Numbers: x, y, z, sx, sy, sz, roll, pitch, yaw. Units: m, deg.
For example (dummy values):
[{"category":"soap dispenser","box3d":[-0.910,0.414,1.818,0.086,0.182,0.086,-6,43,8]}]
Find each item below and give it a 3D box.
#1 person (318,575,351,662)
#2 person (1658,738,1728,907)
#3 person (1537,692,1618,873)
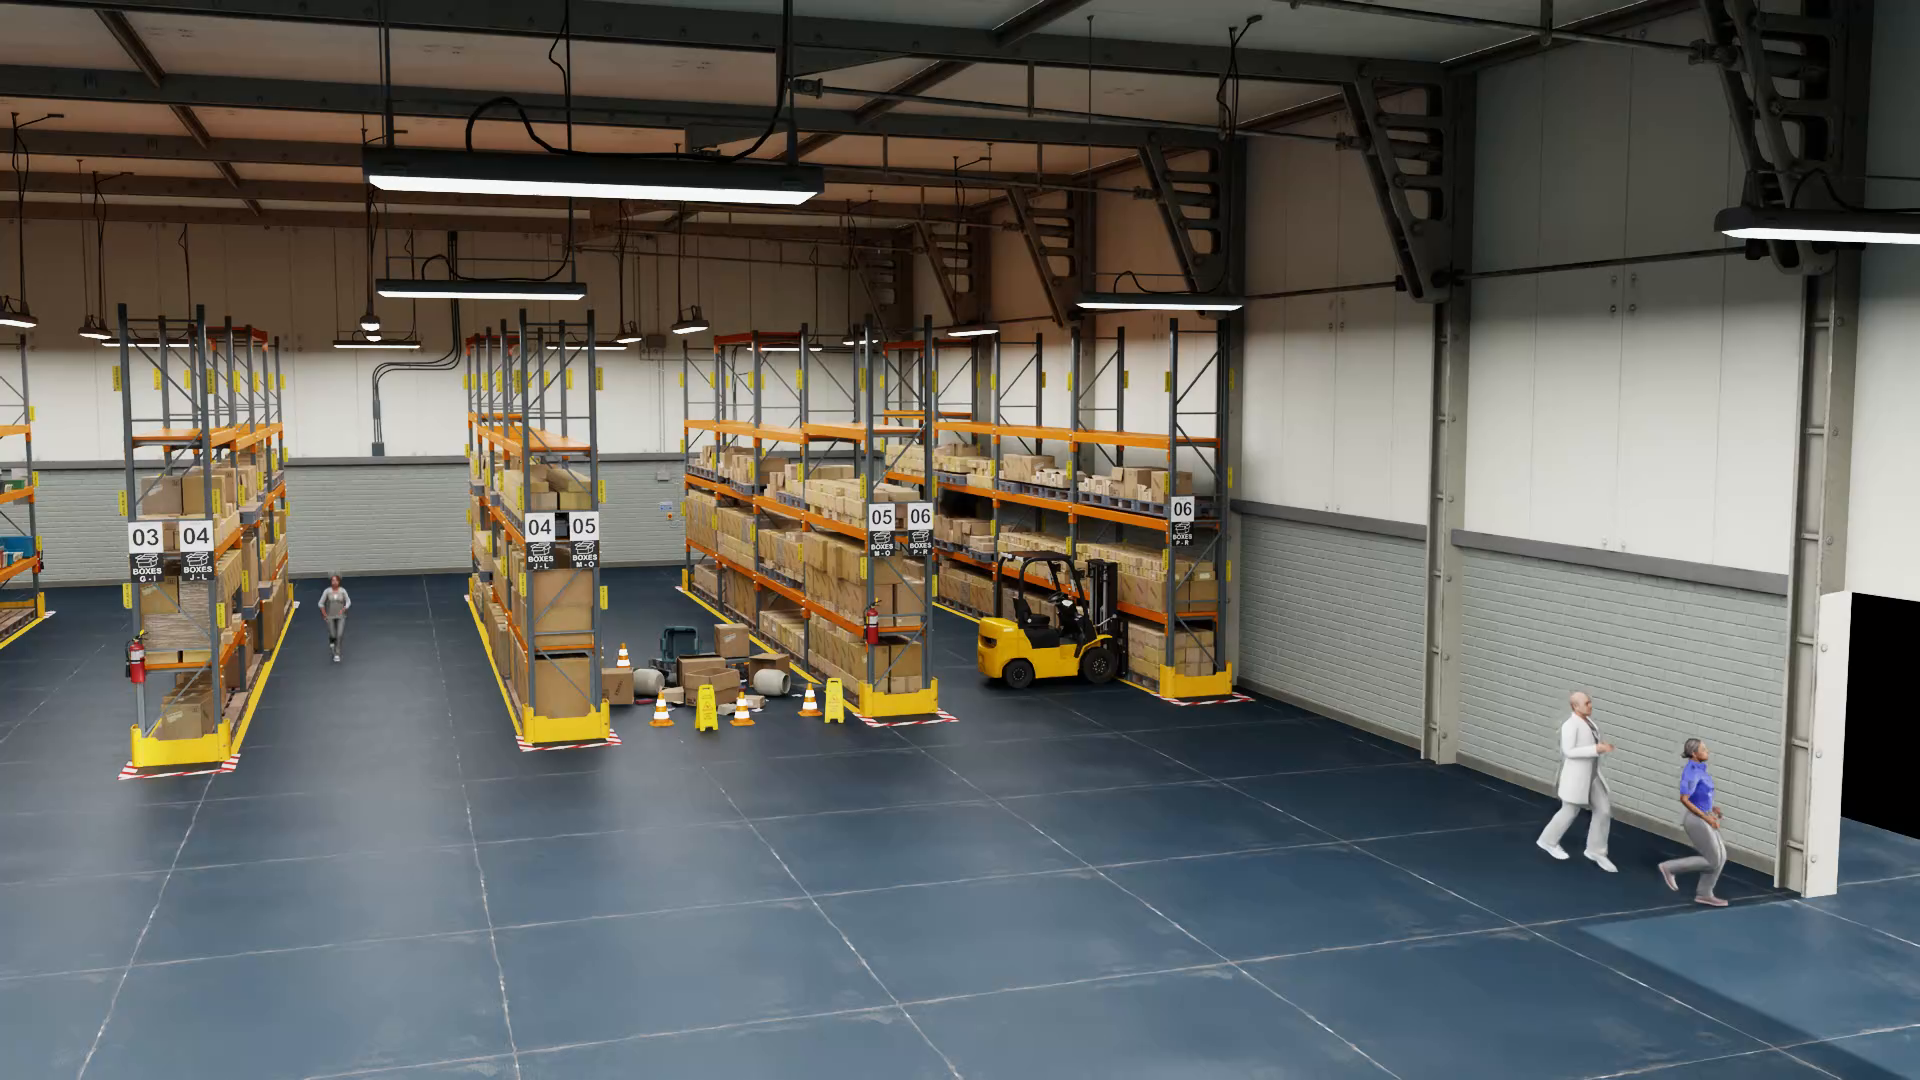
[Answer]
[{"category":"person","box3d":[-11.257,1.406,29.911,0.502,1.529,0.547,-3,6,-25]},{"category":"person","box3d":[7.056,2.700,15.940,0.620,1.586,0.567,3,6,26]},{"category":"person","box3d":[6.392,2.478,17.182,0.685,1.831,0.832,-4,7,-39]}]
